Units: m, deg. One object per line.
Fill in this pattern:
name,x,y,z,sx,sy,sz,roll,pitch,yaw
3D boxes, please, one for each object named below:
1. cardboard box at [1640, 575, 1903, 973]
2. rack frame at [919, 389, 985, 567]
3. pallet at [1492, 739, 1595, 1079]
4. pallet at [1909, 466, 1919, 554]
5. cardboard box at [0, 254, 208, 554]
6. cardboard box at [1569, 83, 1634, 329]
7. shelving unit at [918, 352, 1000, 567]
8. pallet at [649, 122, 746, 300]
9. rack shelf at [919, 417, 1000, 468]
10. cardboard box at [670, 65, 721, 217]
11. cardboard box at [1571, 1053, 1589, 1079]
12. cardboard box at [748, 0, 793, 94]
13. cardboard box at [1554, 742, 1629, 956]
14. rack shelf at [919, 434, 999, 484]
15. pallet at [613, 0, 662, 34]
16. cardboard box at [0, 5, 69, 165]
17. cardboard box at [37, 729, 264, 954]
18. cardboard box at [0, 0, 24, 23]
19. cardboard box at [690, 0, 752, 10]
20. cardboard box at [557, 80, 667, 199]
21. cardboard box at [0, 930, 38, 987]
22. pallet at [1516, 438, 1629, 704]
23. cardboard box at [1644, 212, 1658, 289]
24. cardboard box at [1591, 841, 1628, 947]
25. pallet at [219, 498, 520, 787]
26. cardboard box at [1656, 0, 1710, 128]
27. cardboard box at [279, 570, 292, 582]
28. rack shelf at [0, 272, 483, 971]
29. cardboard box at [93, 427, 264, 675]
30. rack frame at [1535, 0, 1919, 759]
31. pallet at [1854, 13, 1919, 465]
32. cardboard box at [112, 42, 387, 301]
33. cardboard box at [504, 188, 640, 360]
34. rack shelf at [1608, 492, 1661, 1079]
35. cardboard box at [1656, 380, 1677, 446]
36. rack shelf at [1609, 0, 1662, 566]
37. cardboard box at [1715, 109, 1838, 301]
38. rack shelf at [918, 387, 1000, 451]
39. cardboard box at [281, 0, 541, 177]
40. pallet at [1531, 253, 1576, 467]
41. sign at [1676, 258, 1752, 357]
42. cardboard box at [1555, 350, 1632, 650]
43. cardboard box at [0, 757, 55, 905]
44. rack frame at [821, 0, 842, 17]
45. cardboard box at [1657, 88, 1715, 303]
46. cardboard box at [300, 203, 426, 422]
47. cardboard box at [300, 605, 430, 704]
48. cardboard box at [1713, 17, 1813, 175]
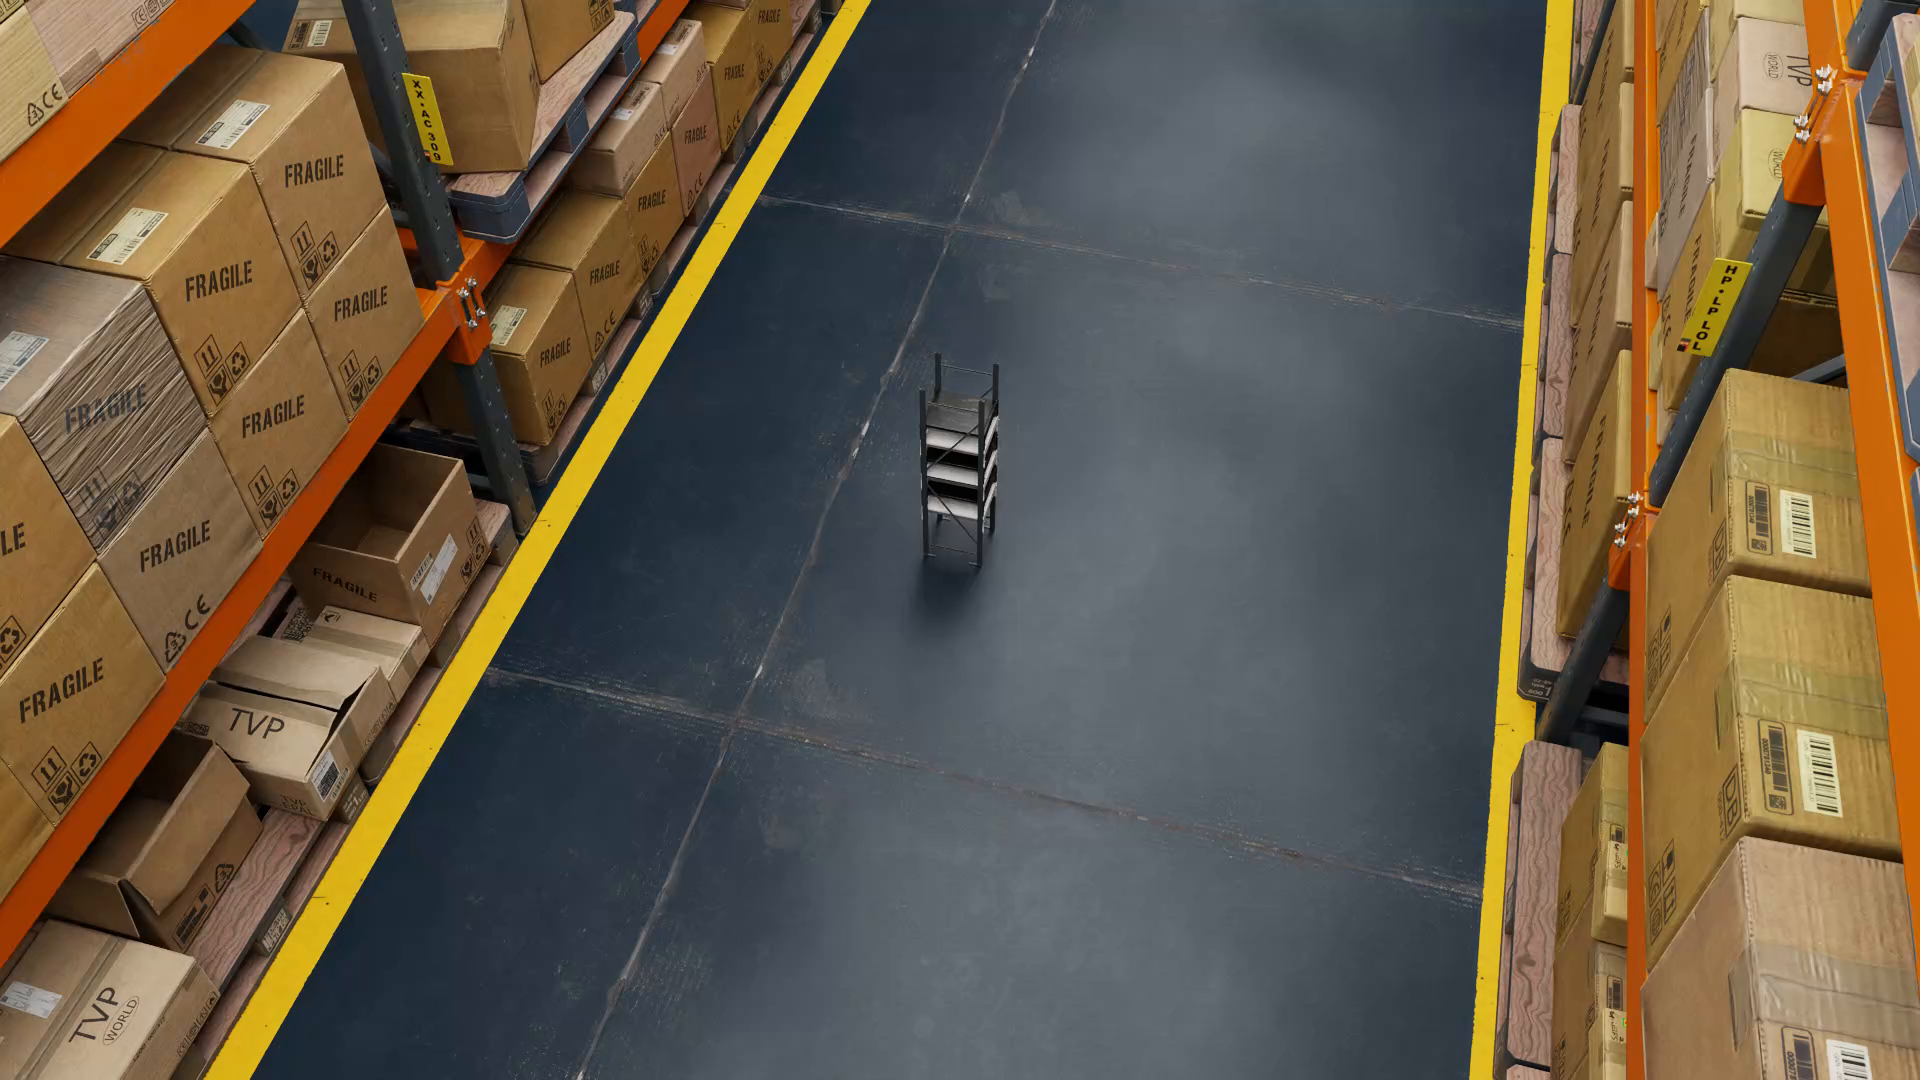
cardboard box,2.212,0.648,3.896,0.980,0.700,0.700,10,49,9
rack frame,-0.029,-0.218,6.261,0.240,0.900,0.006,12,50,10
pallet,2.293,1.288,5.391,1.003,0.211,1.213,12,50,10
pallet,2.020,0.337,2.429,1.003,0.211,1.213,12,50,10
cardboard box,-2.360,-0.355,4.248,0.500,0.500,0.500,12,50,10
cardboard box,3.064,-1.352,7.015,0.750,0.750,0.750,11,50,10
shelving unit,-0.002,-0.292,6.326,0.258,0.900,0.210,12,50,10
pallet,-1.715,-1.702,8.030,1.003,0.211,1.213,12,50,10
rack shelf,-0.002,-0.389,6.216,0.258,0.077,0.200,12,50,10
cardboard box,-1.447,-1.878,7.699,0.500,0.500,0.500,10,49,9
cardboard box,2.000,1.773,4.490,0.700,0.500,0.500,13,50,11
cardboard box,-1.179,-2.633,8.366,0.500,0.500,0.500,13,50,12
cardboard box,2.273,1.040,5.138,0.700,0.500,0.500,12,50,11
rack shelf,-0.002,-0.329,6.284,0.258,0.077,0.200,12,50,10
pallet,-1.666,-2.566,7.061,1.003,0.211,1.213,12,50,10
cardboard box,-2.348,-0.960,3.615,0.500,0.250,0.500,12,50,10
cardboard box,-2.701,0.897,5.248,0.797,0.503,0.637,12,50,10
cardboard box,-2.346,-1.125,3.427,0.500,0.250,0.500,12,50,10
cardboard box,-1.189,-2.839,8.048,0.500,0.250,0.500,13,50,11
cardboard box,-1.586,-1.736,7.074,0.500,0.250,0.500,12,50,10
cardboard box,-3.080,1.391,4.981,0.500,0.250,0.500,12,50,10
pallet,2.699,0.181,6.369,1.003,0.211,1.213,12,50,10
cardboard box,2.552,-0.961,5.671,0.380,0.149,0.250,12,50,10
cardboard box,2.006,1.037,4.707,0.380,0.149,0.250,13,50,11
pallet,-2.393,0.276,6.285,1.003,0.211,1.213,12,50,10
cardboard box,2.838,-1.786,5.966,0.500,0.500,0.500,13,50,11
cardboard box,-2.531,-0.139,6.291,0.500,0.311,0.500,12,50,10
rack shelf,-2.738,0.541,4.671,1.077,0.370,4.000,12,50,10
cardboard box,-2.363,-0.020,4.619,0.500,0.500,0.500,13,50,11
rack frame,2.568,-0.169,4.817,1.000,3.000,0.127,12,50,10
pallet,2.343,-0.542,3.206,1.003,0.211,1.213,12,50,10
cardboard box,-2.095,-1.091,4.897,0.500,0.500,0.500,12,50,10
cardboard box,-1.720,-1.152,7.059,0.500,0.500,0.500,12,50,11
rack shelf,2.042,1.516,3.810,1.077,0.370,4.000,12,50,10
cardboard box,2.384,-0.393,5.169,0.380,0.149,0.250,12,50,10
rack shelf,3.095,-1.378,6.364,1.077,0.370,4.000,12,50,10
cardboard box,2.444,-0.944,4.722,0.500,0.250,0.500,13,50,11
rack shelf,-0.002,-0.449,6.149,0.258,0.077,0.200,12,50,10
cardboard box,-1.871,-1.614,5.746,0.700,0.500,0.500,-3,49,-3
pallet,3.018,-0.705,7.150,1.003,0.211,1.213,12,50,10
sign,2.042,-0.626,4.501,0.100,0.325,0.005,12,50,10
cardboard box,2.614,-0.092,5.903,0.750,0.750,0.750,12,50,10
cardboard box,-2.628,0.711,3.974,0.500,0.500,0.500,11,50,10
rack frame,-1.159,-4.037,8.231,1.000,3.000,0.127,12,50,10
cardboard box,2.571,-1.062,5.327,0.500,0.500,0.500,12,50,10
cardboard box,-2.096,-0.765,5.276,0.500,0.500,0.500,12,50,11
cardboard box,-2.129,0.405,5.919,0.380,0.149,0.250,12,50,10
cardboard box,2.588,-1.312,5.047,0.500,0.250,0.500,13,50,11
